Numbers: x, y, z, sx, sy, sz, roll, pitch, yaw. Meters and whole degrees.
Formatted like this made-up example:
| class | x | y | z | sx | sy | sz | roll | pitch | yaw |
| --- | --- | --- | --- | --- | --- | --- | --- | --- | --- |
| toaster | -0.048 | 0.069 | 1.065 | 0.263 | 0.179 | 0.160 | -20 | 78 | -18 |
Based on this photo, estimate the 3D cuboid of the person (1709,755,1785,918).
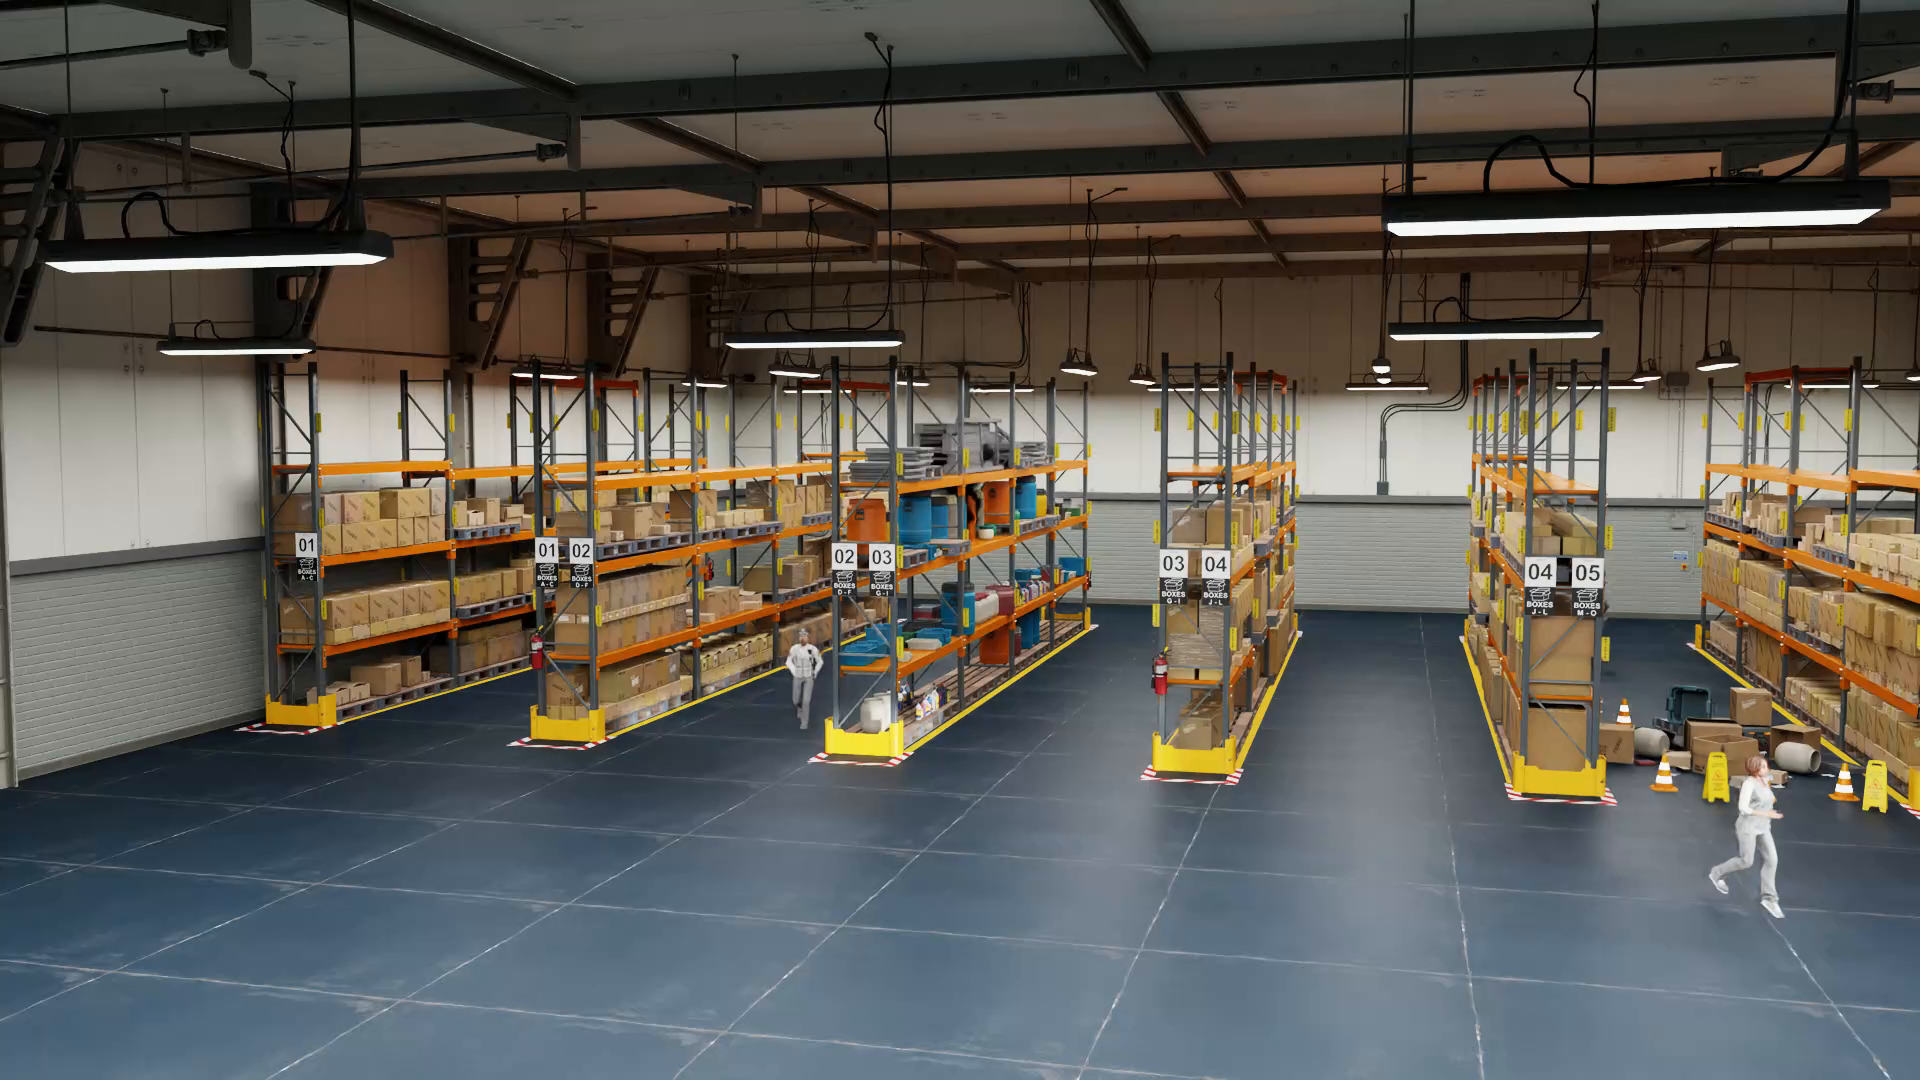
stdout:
| class | x | y | z | sx | sy | sz | roll | pitch | yaw |
| --- | --- | --- | --- | --- | --- | --- | --- | --- | --- |
| person | 8.124 | 3.022 | 17.135 | 0.569 | 1.626 | 0.826 | -3 | 5 | -35 |

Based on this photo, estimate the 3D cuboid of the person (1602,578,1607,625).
| class | x | y | z | sx | sy | sz | roll | pitch | yaw |
| --- | --- | --- | --- | --- | --- | --- | --- | --- | --- |
| person | 14.898 | 1.349 | 39.365 | 1.007 | 1.754 | 0.709 | -1 | 4 | -9 |

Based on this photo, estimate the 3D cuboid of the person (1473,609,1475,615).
| class | x | y | z | sx | sy | sz | roll | pitch | yaw |
| --- | --- | --- | --- | --- | --- | --- | --- | --- | --- |
| person | 12.294 | 1.418 | 38.861 | 0.619 | 1.753 | 0.668 | 0 | 4 | -5 |

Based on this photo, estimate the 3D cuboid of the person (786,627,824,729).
| class | x | y | z | sx | sy | sz | roll | pitch | yaw |
| --- | --- | --- | --- | --- | --- | --- | --- | --- | --- |
| person | -2.554 | 2.251 | 27.351 | 0.620 | 1.650 | 0.652 | 0 | 4 | 2 |

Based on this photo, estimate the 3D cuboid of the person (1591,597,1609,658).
| class | x | y | z | sx | sy | sz | roll | pitch | yaw |
| --- | --- | --- | --- | --- | --- | --- | --- | --- | --- |
| person | 13.196 | 1.679 | 34.847 | 0.662 | 1.698 | 0.959 | 0 | 4 | 1 |
